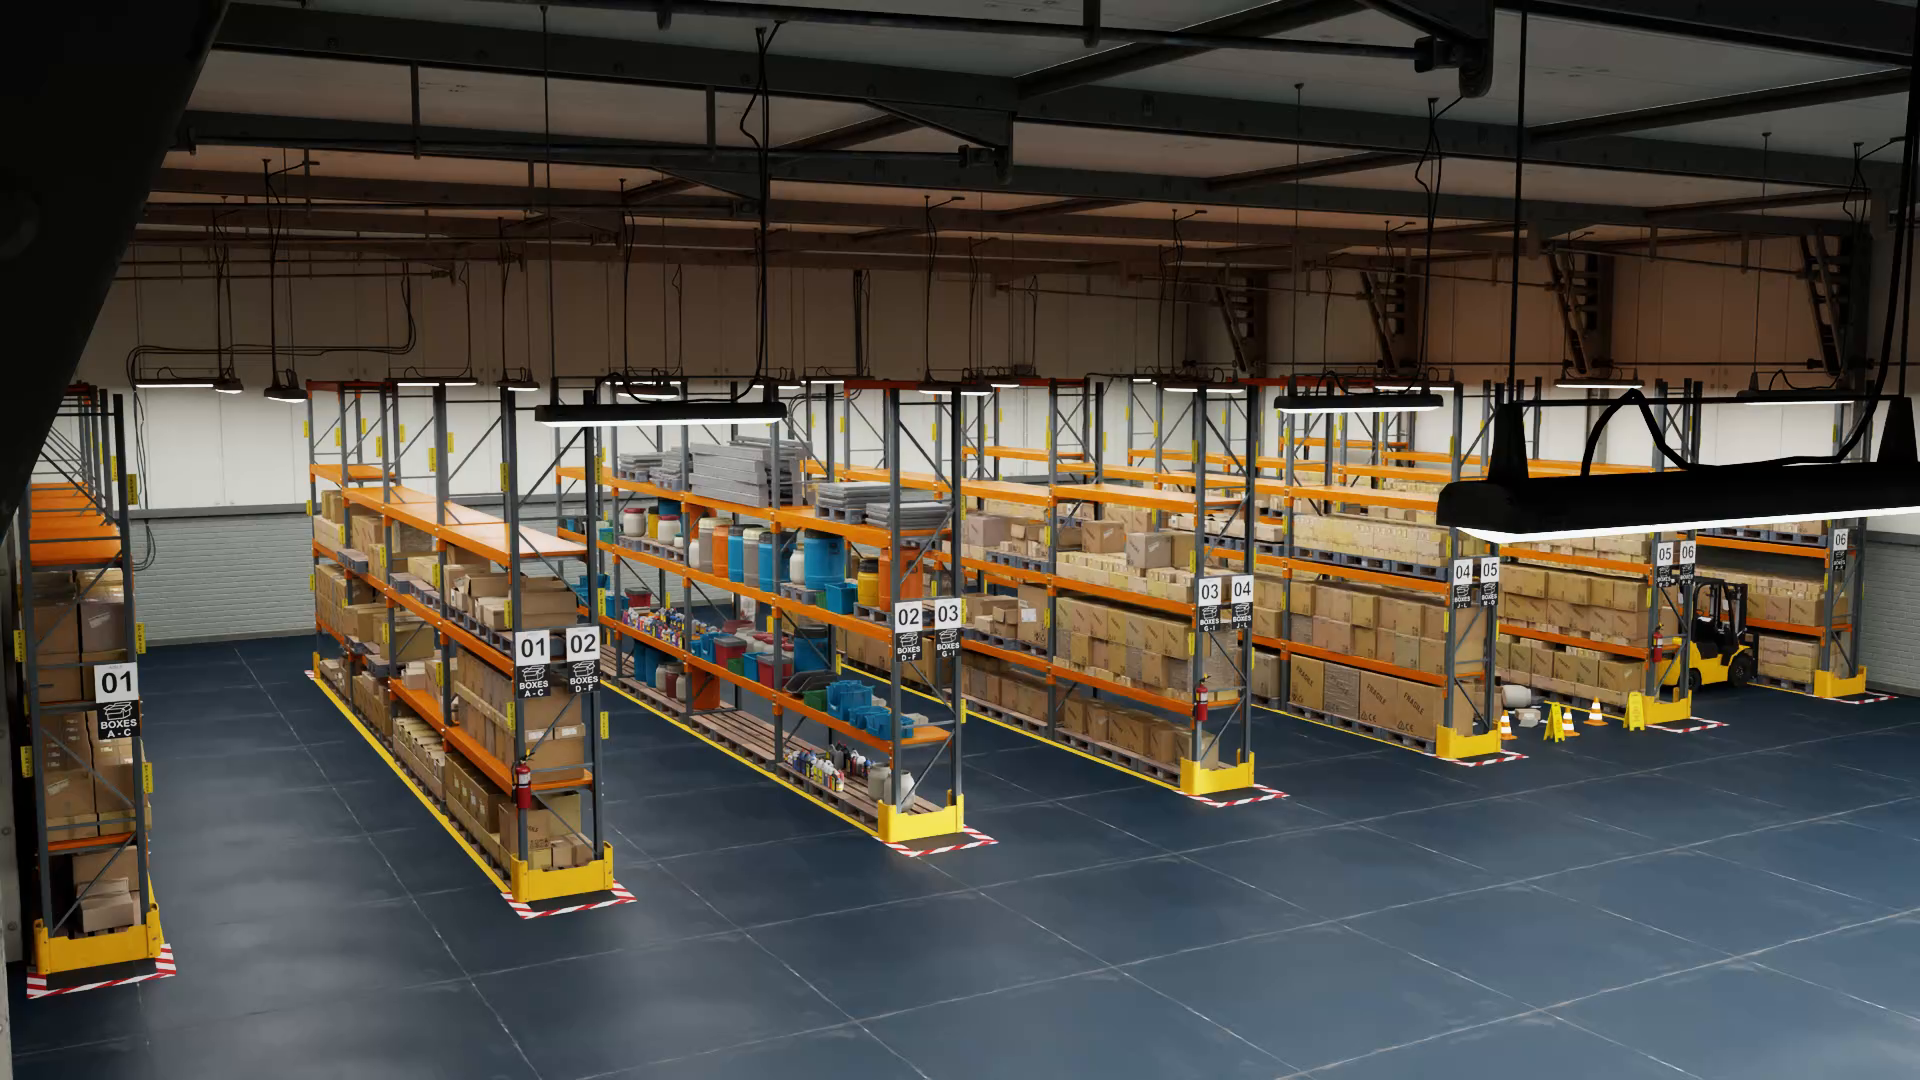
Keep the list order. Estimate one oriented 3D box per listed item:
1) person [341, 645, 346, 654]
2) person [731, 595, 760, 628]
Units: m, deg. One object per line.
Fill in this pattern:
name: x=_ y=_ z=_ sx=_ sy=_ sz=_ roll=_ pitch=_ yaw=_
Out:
person: x=-12.769 y=1.732 z=35.230 sx=0.879 sy=1.687 sz=0.542 roll=1 pitch=6 yaw=12
person: x=-4.696 y=1.618 z=36.542 sx=0.716 sy=1.669 sz=0.690 roll=-2 pitch=6 yaw=-20
